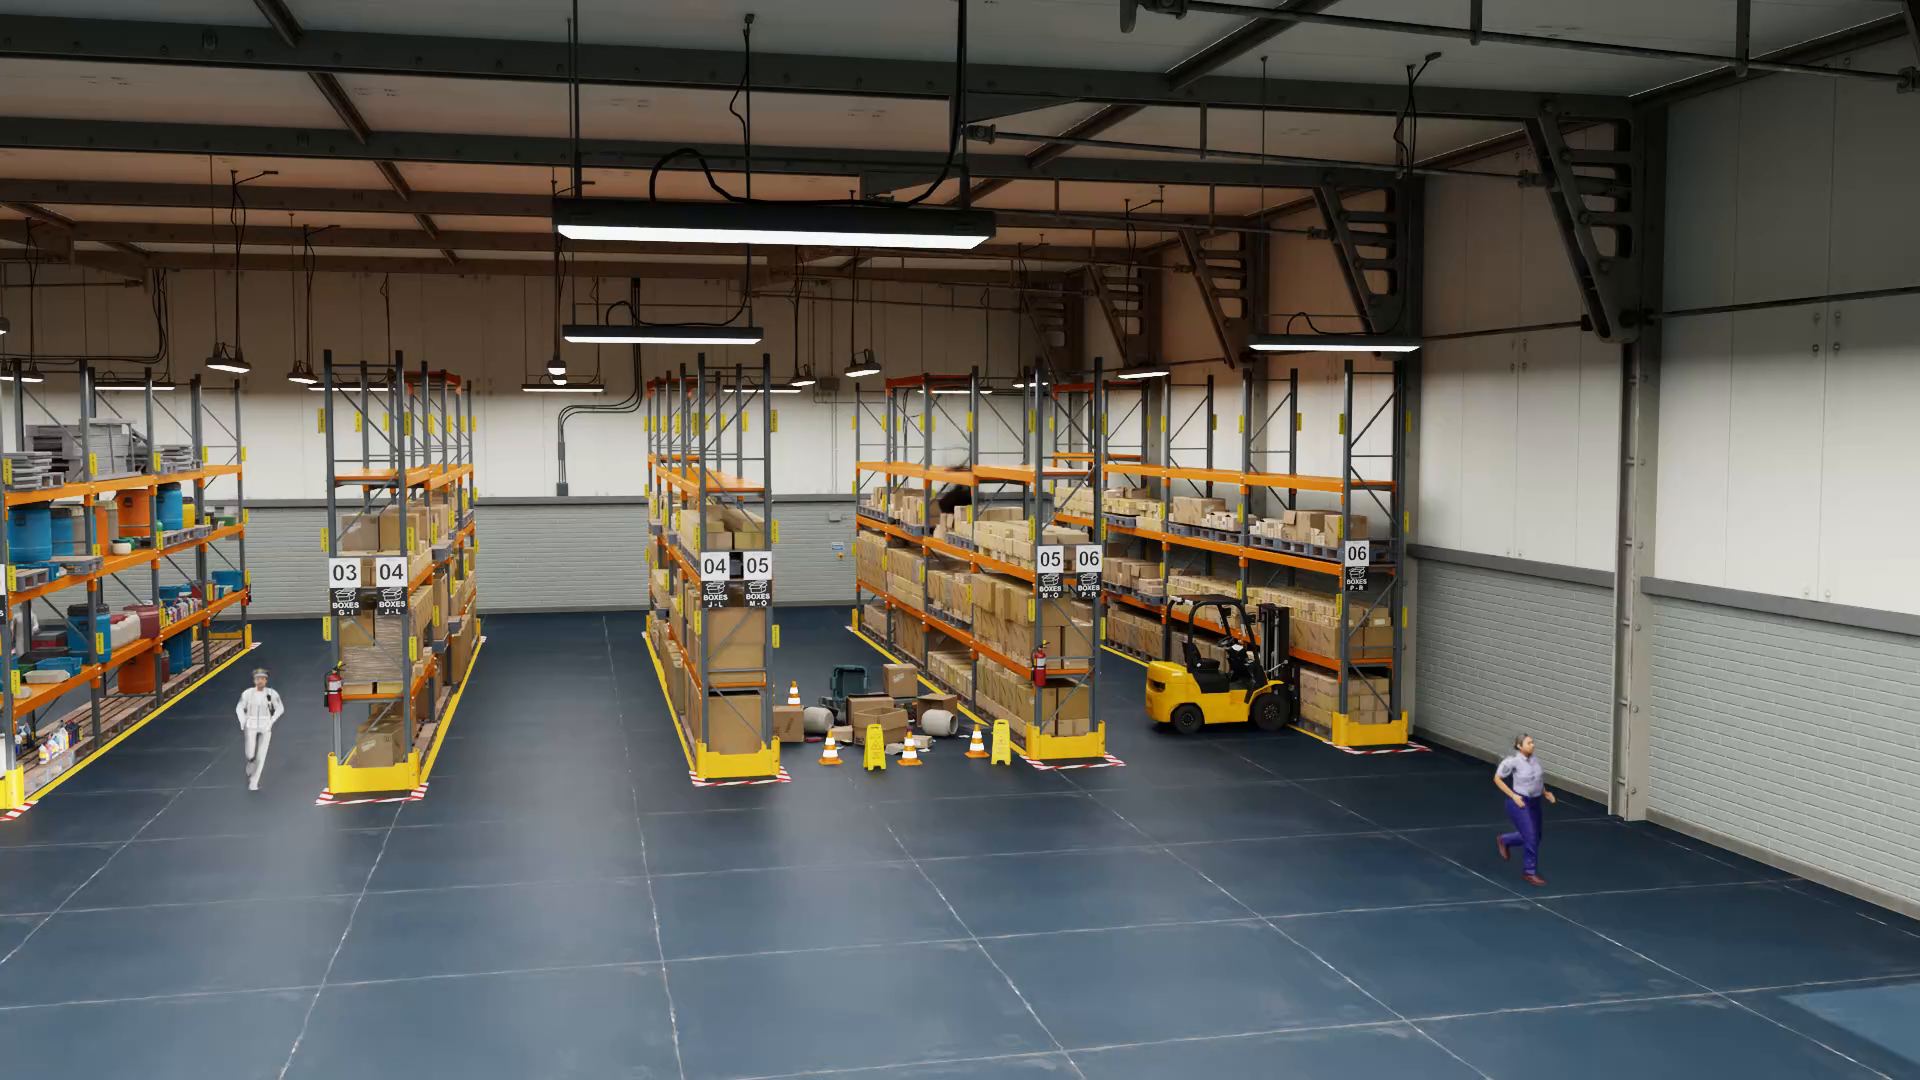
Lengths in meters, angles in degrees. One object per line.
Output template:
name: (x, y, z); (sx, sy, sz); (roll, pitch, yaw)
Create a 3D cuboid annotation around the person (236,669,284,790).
person: (-9.693, 2.592, 23.047); (0.617, 1.666, 0.551); (-2, 4, -21)

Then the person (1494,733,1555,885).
person: (6.179, 2.941, 18.341); (0.607, 1.620, 0.745); (-3, 5, -33)

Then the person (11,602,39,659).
person: (-18.171, 1.956, 32.294); (0.511, 1.564, 0.621); (-2, 4, -28)
